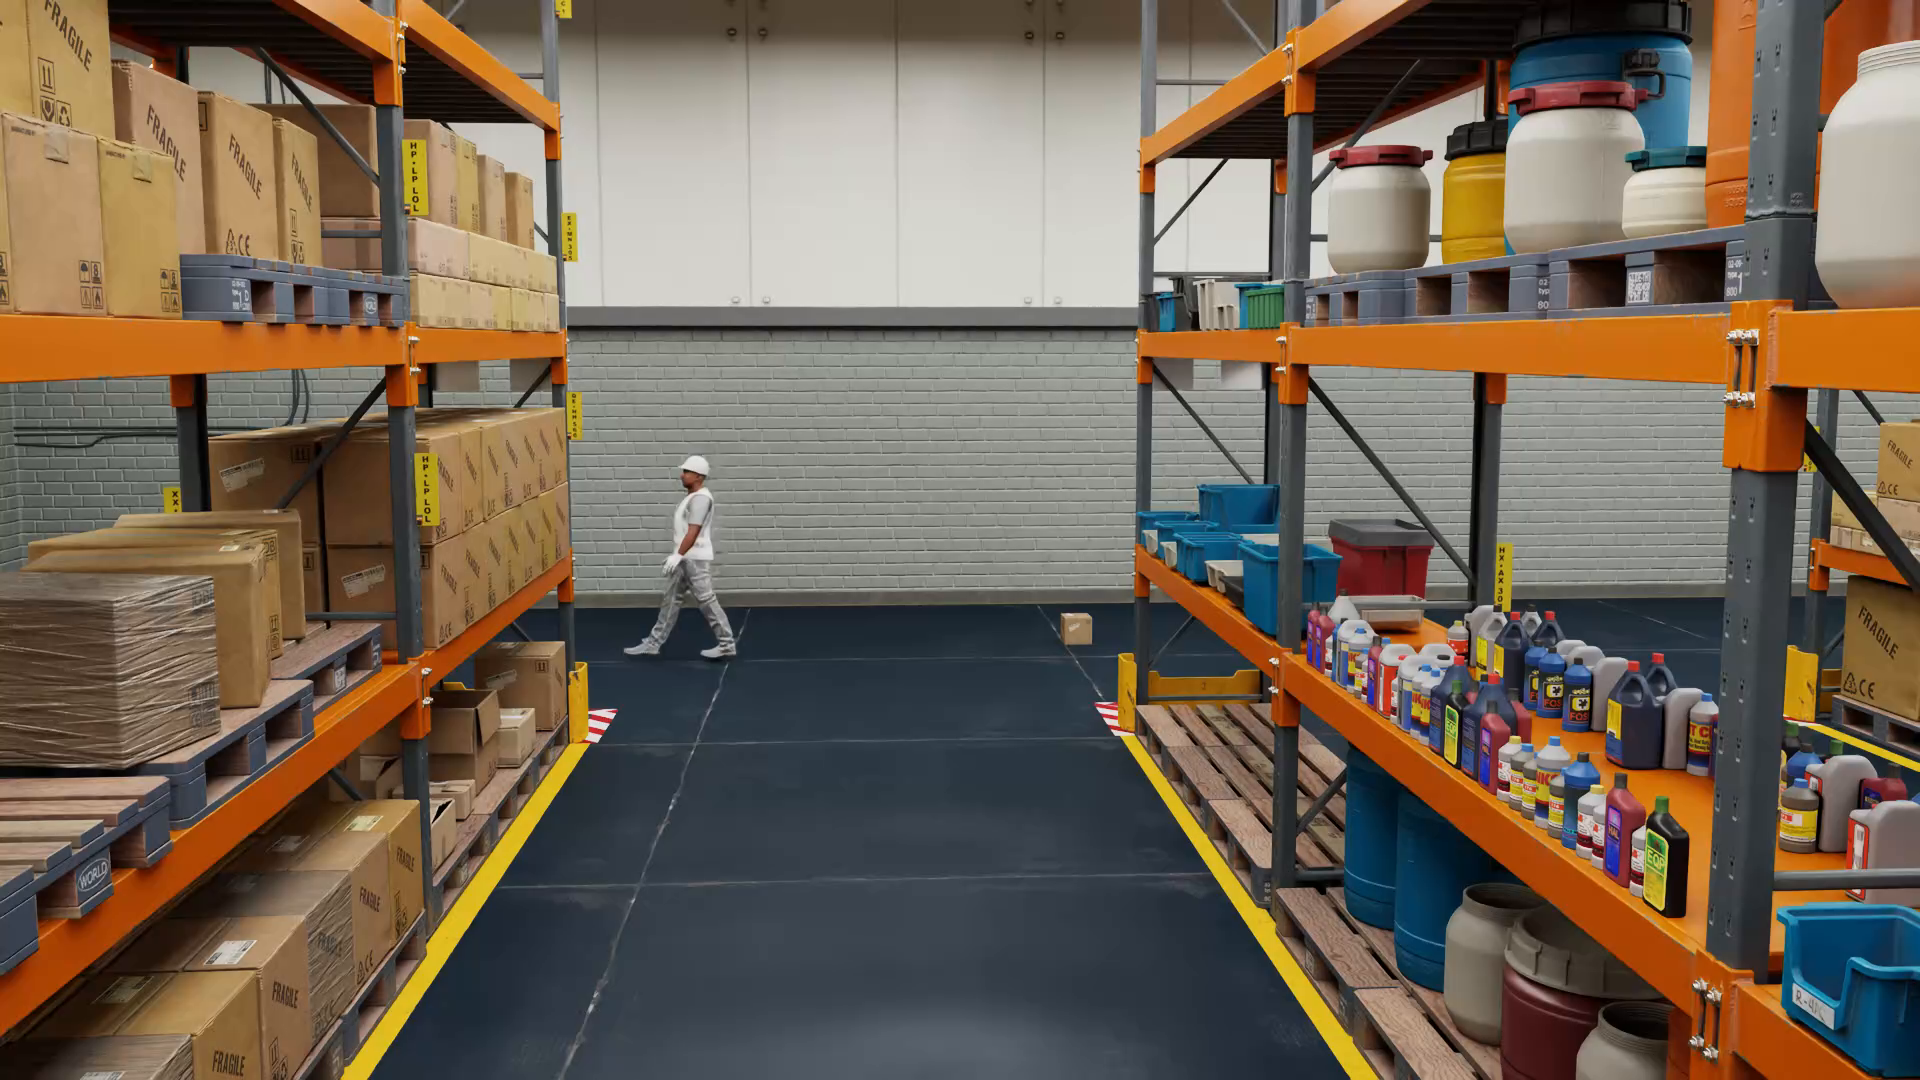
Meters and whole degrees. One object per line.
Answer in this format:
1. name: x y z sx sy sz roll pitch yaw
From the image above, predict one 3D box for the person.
1. person: -2.410 0.150 14.239 0.951 1.736 0.580 -2 7 -14
